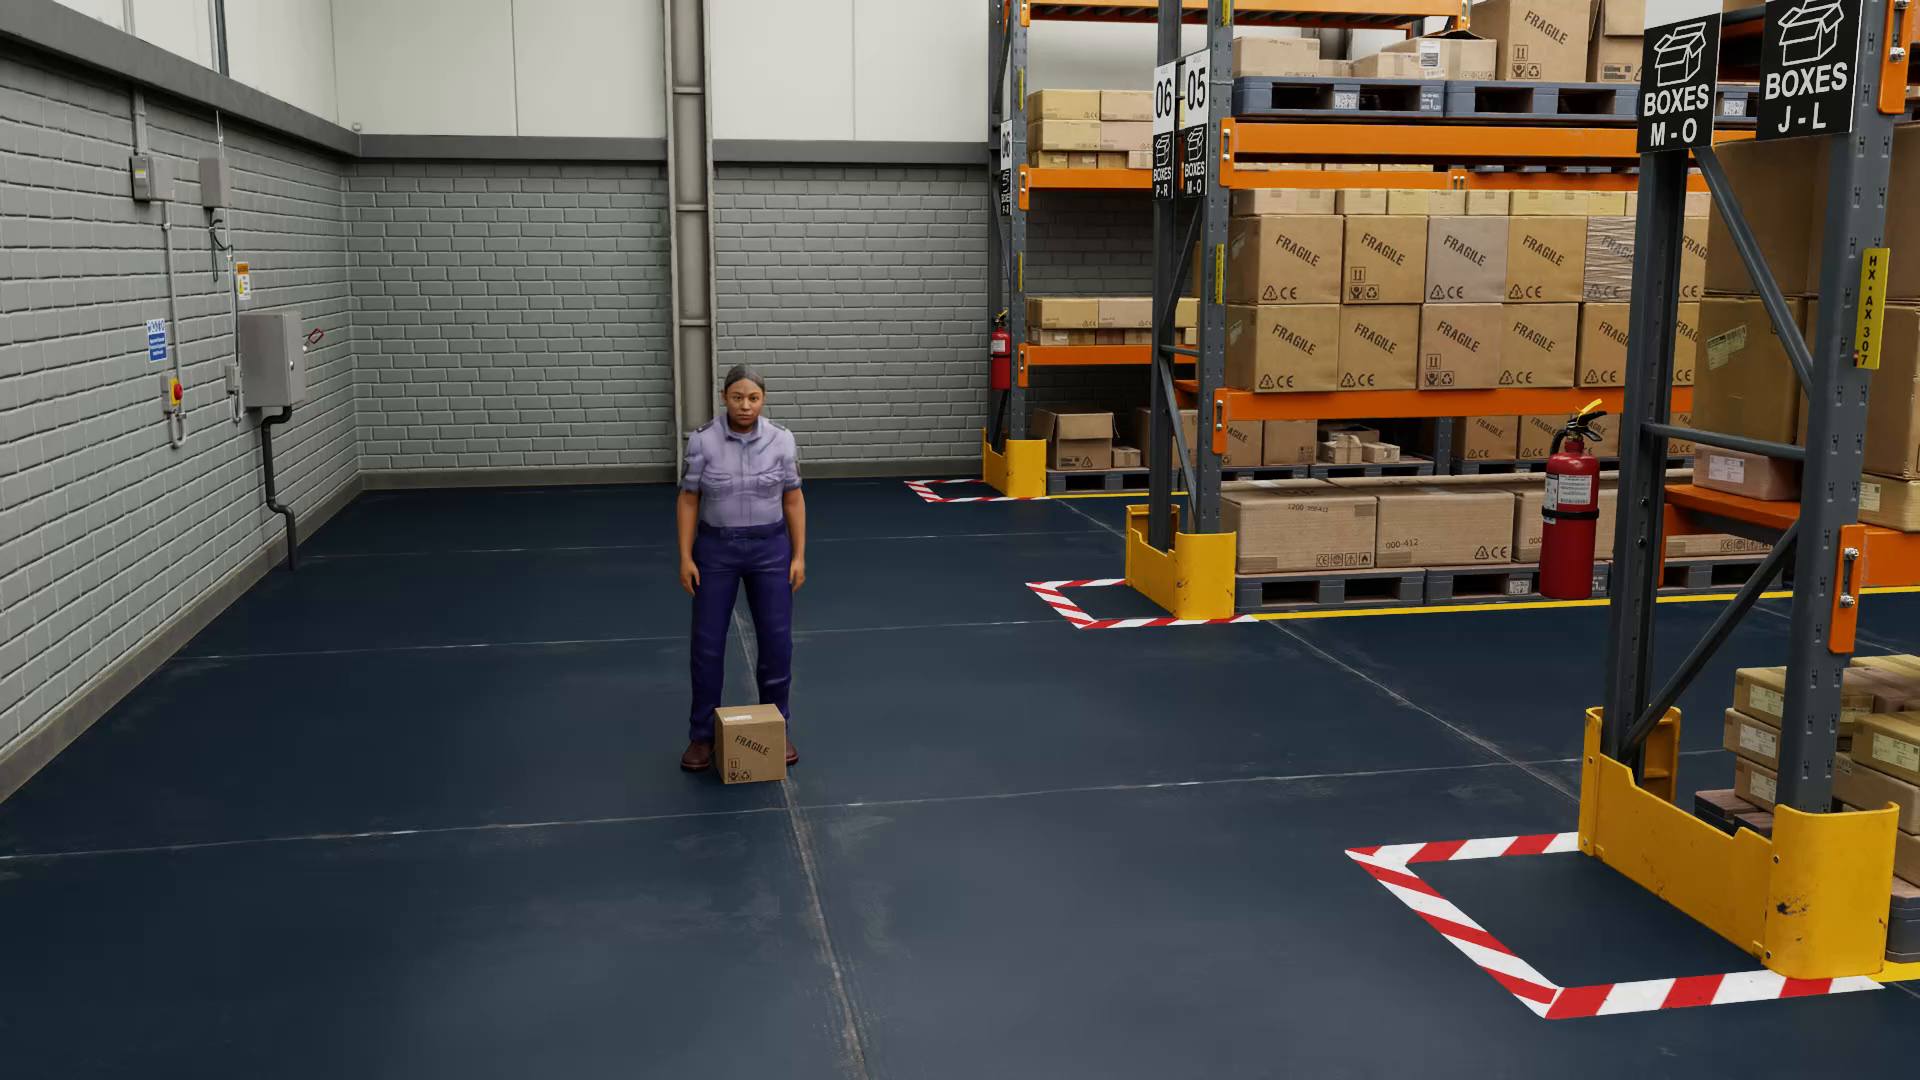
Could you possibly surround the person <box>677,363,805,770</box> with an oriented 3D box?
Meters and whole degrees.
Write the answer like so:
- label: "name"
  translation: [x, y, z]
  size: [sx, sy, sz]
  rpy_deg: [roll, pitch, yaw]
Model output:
- label: "person"
  translation: [-0.904, 0.103, 6.857]
  size: [0.543, 1.637, 0.367]
  rpy_deg: [-2, 10, -11]
